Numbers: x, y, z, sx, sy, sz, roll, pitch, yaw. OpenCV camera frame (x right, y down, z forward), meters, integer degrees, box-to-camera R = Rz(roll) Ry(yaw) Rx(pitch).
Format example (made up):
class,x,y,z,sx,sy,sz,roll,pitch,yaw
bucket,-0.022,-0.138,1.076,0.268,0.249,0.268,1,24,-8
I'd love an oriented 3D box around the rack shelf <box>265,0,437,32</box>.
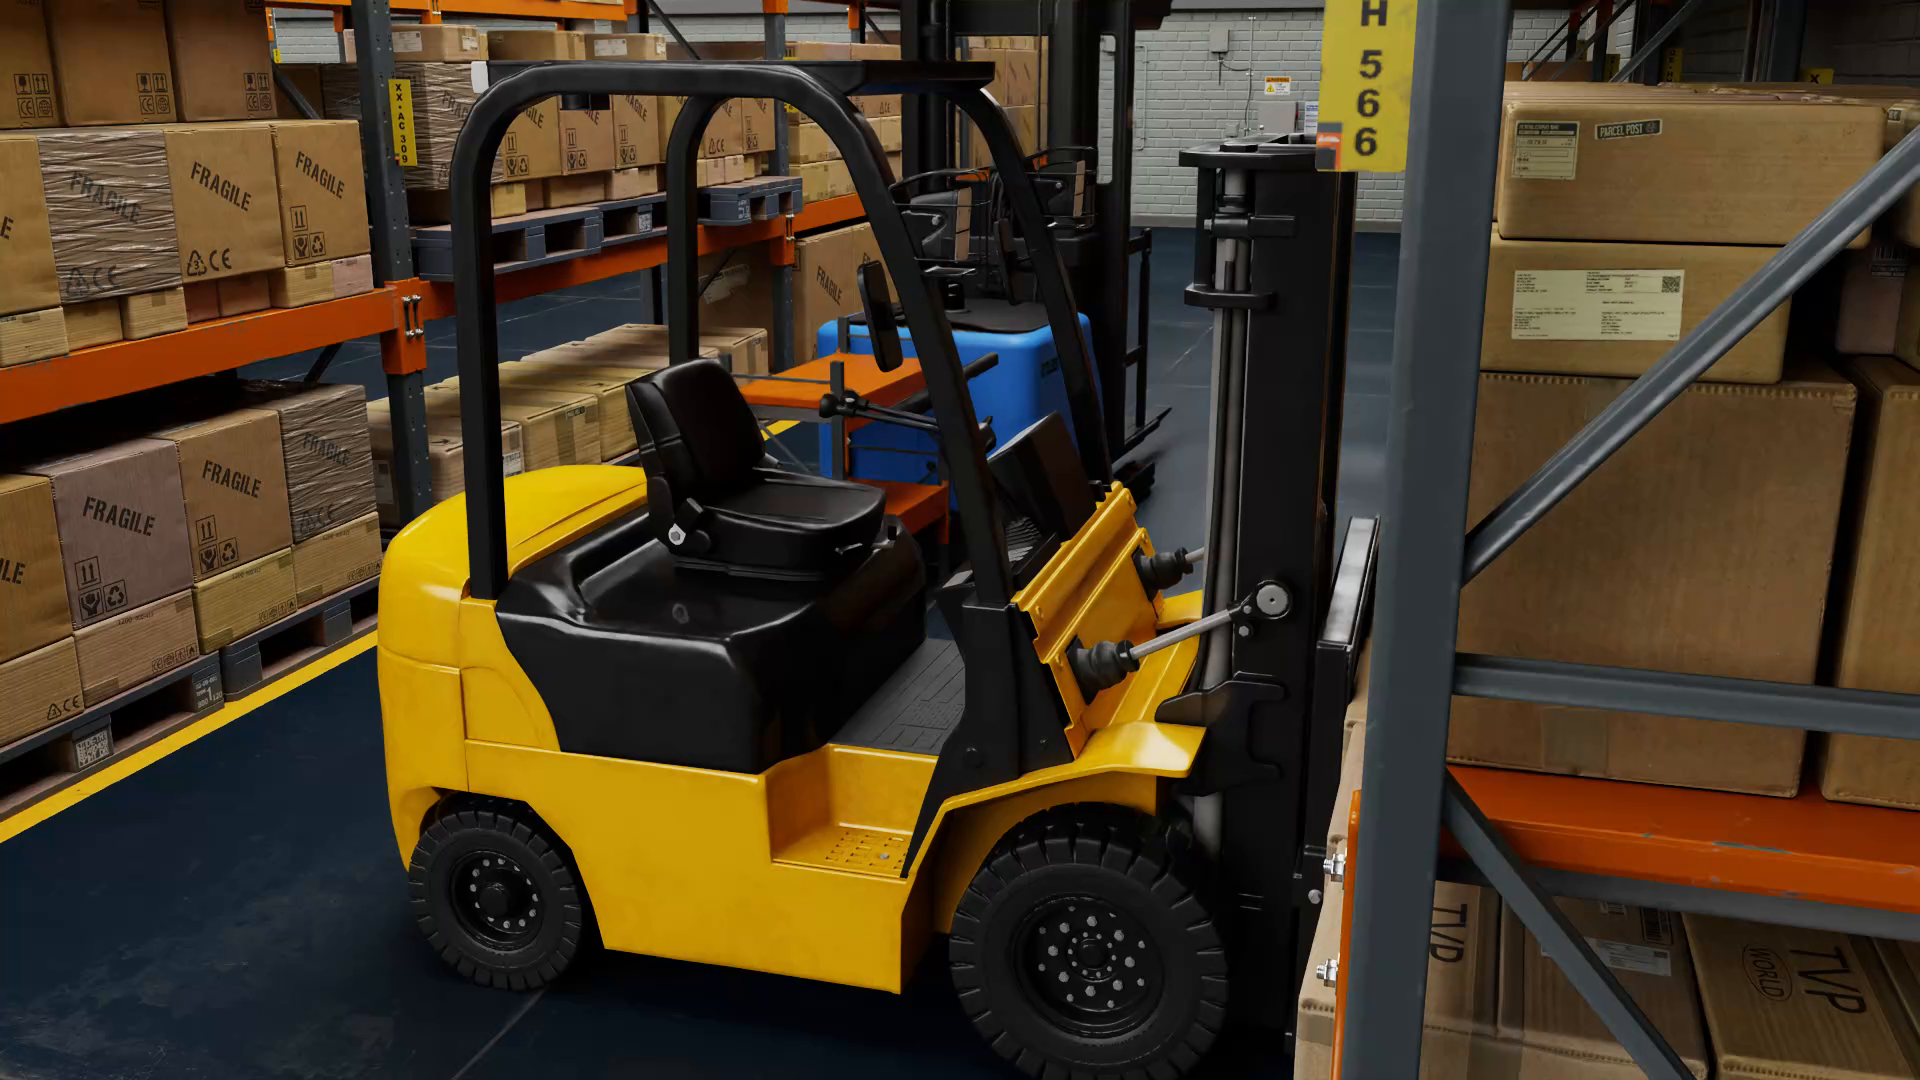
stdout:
class,x,y,z,sx,sy,sz,roll,pitch,yaw
rack shelf,-5.763,-4.271,13.212,1.077,0.370,4.000,5,16,16

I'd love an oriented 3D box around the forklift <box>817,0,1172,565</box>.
class,x,y,z,sx,sy,sz,roll,pitch,yaw
forklift,0.375,-1.635,8.223,1.130,2.935,3.031,6,17,21

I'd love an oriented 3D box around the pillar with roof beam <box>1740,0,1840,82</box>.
class,x,y,z,sx,sy,sz,roll,pitch,yaw
pillar with roof beam,-0.430,-4.718,7.974,9.100,9.000,0.400,5,16,16

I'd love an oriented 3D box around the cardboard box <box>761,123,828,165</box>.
class,x,y,z,sx,sy,sz,roll,pitch,yaw
cardboard box,-1.176,-2.575,10.770,0.500,0.250,0.500,5,16,15

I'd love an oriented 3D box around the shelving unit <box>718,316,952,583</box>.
class,x,y,z,sx,sy,sz,roll,pitch,yaw
shelving unit,-0.467,-0.251,6.652,0.538,1.125,1.048,6,17,21

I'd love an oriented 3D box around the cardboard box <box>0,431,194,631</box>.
class,x,y,z,sx,sy,sz,roll,pitch,yaw
cardboard box,-2.891,-0.044,5.384,0.500,0.500,0.500,6,17,19

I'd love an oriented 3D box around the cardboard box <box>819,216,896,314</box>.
class,x,y,z,sx,sy,sz,roll,pitch,yaw
cardboard box,-1.023,-1.881,12.086,0.875,0.875,0.875,5,17,17

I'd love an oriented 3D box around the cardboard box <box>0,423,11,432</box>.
class,x,y,z,sx,sy,sz,roll,pitch,yaw
cardboard box,-3.431,-0.432,5.562,0.380,0.149,0.250,6,17,19

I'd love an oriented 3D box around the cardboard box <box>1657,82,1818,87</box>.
class,x,y,z,sx,sy,sz,roll,pitch,yaw
cardboard box,2.155,-1.197,4.635,0.380,0.149,0.250,4,16,14

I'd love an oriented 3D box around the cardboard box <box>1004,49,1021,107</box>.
class,x,y,z,sx,sy,sz,roll,pitch,yaw
cardboard box,0.254,-4.240,15.264,0.500,0.500,0.500,5,17,17

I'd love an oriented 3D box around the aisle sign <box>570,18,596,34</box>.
class,x,y,z,sx,sy,sz,roll,pitch,yaw
aisle sign,-4.325,-6.037,18.852,0.394,0.787,0.004,5,16,16

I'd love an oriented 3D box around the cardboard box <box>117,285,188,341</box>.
class,x,y,z,sx,sy,sz,roll,pitch,yaw
cardboard box,-2.778,-0.752,5.445,0.380,0.149,0.250,4,16,15

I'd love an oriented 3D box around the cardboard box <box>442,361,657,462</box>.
class,x,y,z,sx,sy,sz,roll,pitch,yaw
cardboard box,-2.150,-0.693,8.820,0.950,0.372,0.625,5,17,18

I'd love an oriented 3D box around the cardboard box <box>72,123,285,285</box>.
class,x,y,z,sx,sy,sz,roll,pitch,yaw
cardboard box,-2.721,-1.167,5.720,0.500,0.500,0.500,5,17,18

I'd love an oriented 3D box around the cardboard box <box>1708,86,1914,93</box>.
class,x,y,z,sx,sy,sz,roll,pitch,yaw
cardboard box,1.871,-0.927,3.682,0.380,0.149,0.250,4,16,15

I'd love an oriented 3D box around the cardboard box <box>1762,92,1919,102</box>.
class,x,y,z,sx,sy,sz,roll,pitch,yaw
cardboard box,1.534,-0.661,2.747,0.380,0.149,0.250,5,17,18

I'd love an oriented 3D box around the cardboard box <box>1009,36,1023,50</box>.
class,x,y,z,sx,sy,sz,roll,pitch,yaw
cardboard box,0.370,-4.641,15.489,0.380,0.149,0.250,5,16,16

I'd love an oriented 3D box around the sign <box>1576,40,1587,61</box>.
class,x,y,z,sx,sy,sz,roll,pitch,yaw
sign,6.003,-4.663,16.072,0.100,0.325,0.005,5,16,16

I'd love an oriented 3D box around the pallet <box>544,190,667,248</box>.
class,x,y,z,sx,sy,sz,roll,pitch,yaw
pallet,-2.080,-1.680,8.607,1.003,0.211,1.213,5,16,16

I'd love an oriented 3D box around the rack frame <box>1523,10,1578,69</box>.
class,x,y,z,sx,sy,sz,roll,pitch,yaw
rack frame,5.477,-4.002,16.443,1.000,3.000,0.127,5,16,16

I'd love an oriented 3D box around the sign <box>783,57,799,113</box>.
class,x,y,z,sx,sy,sz,roll,pitch,yaw
sign,-1.034,-2.773,10.131,0.100,0.325,0.005,5,16,16

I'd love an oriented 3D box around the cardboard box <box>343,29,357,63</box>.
class,x,y,z,sx,sy,sz,roll,pitch,yaw
cardboard box,-2.595,-2.272,7.655,0.380,0.149,0.250,4,16,14

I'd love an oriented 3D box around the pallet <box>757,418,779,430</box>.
class,x,y,z,sx,sy,sz,roll,pitch,yaw
pallet,-1.780,-0.748,10.078,1.003,0.211,1.213,5,16,16

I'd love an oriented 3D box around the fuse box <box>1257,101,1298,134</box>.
class,x,y,z,sx,sy,sz,roll,pitch,yaw
fuse box,4.270,-5.042,22.471,0.539,1.711,0.414,5,16,16

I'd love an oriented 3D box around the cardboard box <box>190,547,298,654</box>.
class,x,y,z,sx,sy,sz,roll,pitch,yaw
cardboard box,-2.745,0.190,5.933,0.500,0.250,0.500,4,16,14

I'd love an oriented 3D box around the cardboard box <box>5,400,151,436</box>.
class,x,y,z,sx,sy,sz,roll,pitch,yaw
cardboard box,-3.261,-0.212,5.976,0.500,0.500,0.500,5,17,18

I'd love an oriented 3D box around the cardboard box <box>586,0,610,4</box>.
class,x,y,z,sx,sy,sz,roll,pitch,yaw
cardboard box,-4.071,-5.841,17.704,0.500,0.250,0.500,5,16,16

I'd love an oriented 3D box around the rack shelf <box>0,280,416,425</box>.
class,x,y,z,sx,sy,sz,roll,pitch,yaw
rack shelf,-3.262,-0.378,4.982,1.077,0.370,4.000,5,16,16

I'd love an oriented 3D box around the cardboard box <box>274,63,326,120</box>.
class,x,y,z,sx,sy,sz,roll,pitch,yaw
cardboard box,-2.782,-1.779,7.106,0.500,0.500,0.500,4,16,15

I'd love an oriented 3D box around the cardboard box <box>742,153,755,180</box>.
class,x,y,z,sx,sy,sz,roll,pitch,yaw
cardboard box,-1.431,-2.195,9.761,0.380,0.149,0.250,5,17,17

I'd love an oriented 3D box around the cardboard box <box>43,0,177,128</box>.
class,x,y,z,sx,sy,sz,roll,pitch,yaw
cardboard box,-3.192,-1.689,5.726,0.700,0.500,0.500,5,17,16

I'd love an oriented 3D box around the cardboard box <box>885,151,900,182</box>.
class,x,y,z,sx,sy,sz,roll,pitch,yaw
cardboard box,-0.756,-2.732,12.238,0.500,0.250,0.500,5,16,16

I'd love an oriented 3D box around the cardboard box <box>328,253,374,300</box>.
class,x,y,z,sx,sy,sz,roll,pitch,yaw
cardboard box,-2.492,-1.018,6.383,0.380,0.149,0.250,4,16,15

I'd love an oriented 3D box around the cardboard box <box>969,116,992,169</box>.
class,x,y,z,sx,sy,sz,roll,pitch,yaw
cardboard box,-0.035,-3.490,14.455,0.500,0.500,0.500,5,17,18

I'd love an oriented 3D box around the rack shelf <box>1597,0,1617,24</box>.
class,x,y,z,sx,sy,sz,roll,pitch,yaw
rack shelf,3.772,-3.530,10.598,1.077,0.370,4.000,5,16,16

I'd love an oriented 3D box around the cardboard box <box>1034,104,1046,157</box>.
class,x,y,z,sx,sy,sz,roll,pitch,yaw
cardboard box,0.540,-4.022,16.330,0.500,0.500,0.500,5,17,17

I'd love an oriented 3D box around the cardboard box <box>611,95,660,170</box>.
class,x,y,z,sx,sy,sz,roll,pitch,yaw
cardboard box,-1.854,-2.135,8.362,0.500,0.500,0.500,4,16,14

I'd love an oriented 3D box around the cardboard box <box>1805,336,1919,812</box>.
class,x,y,z,sx,sy,sz,roll,pitch,yaw
cardboard box,1.337,0.027,2.053,0.500,0.500,0.500,5,17,18

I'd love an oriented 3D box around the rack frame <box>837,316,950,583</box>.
class,x,y,z,sx,sy,sz,roll,pitch,yaw
rack frame,-0.281,-0.380,7.107,0.500,1.125,0.032,6,17,21

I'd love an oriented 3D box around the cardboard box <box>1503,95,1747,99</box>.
class,x,y,z,sx,sy,sz,roll,pitch,yaw
cardboard box,0.919,-0.567,2.415,0.380,0.149,0.250,5,17,17

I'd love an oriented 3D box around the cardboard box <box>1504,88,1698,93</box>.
class,x,y,z,sx,sy,sz,roll,pitch,yaw
cardboard box,1.260,-0.832,3.347,0.380,0.149,0.250,5,17,17

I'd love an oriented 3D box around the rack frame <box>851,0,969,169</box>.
class,x,y,z,sx,sy,sz,roll,pitch,yaw
rack frame,-0.420,-3.340,14.107,1.000,3.000,0.127,5,16,16

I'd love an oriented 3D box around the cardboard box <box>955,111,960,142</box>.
class,x,y,z,sx,sy,sz,roll,pitch,yaw
cardboard box,-0.312,-3.374,13.586,0.500,0.250,0.500,5,16,16

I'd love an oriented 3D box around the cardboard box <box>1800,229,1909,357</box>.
class,x,y,z,sx,sy,sz,roll,pitch,yaw
cardboard box,1.284,-0.315,2.070,0.380,0.149,0.250,5,16,16

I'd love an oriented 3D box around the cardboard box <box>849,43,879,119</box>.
class,x,y,z,sx,sy,sz,roll,pitch,yaw
cardboard box,-0.888,-3.197,11.589,0.500,0.500,0.500,5,17,17

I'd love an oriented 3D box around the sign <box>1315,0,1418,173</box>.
class,x,y,z,sx,sy,sz,roll,pitch,yaw
sign,0.414,-0.533,1.656,0.100,0.325,0.005,5,16,16

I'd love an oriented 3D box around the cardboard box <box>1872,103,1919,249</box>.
class,x,y,z,sx,sy,sz,roll,pitch,yaw
cardboard box,1.230,-0.391,1.794,0.380,0.149,0.250,4,16,15

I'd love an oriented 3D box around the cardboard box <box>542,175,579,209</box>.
class,x,y,z,sx,sy,sz,roll,pitch,yaw
cardboard box,-2.033,-1.657,7.865,0.380,0.149,0.250,5,17,17

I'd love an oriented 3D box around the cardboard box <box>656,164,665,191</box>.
class,x,y,z,sx,sy,sz,roll,pitch,yaw
cardboard box,-1.796,-1.931,8.831,0.380,0.149,0.250,5,17,16

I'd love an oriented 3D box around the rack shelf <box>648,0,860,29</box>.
class,x,y,z,sx,sy,sz,roll,pitch,yaw
rack shelf,-0.988,-3.914,11.951,1.077,0.370,4.000,5,16,16

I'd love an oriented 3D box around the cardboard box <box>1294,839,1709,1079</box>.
class,x,y,z,sx,sy,sz,roll,pitch,yaw
cardboard box,0.762,0.679,2.377,0.500,0.250,0.500,5,17,18

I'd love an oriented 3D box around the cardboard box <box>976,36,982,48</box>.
class,x,y,z,sx,sy,sz,roll,pitch,yaw
cardboard box,-0.024,-4.312,14.330,0.380,0.149,0.250,5,17,17
